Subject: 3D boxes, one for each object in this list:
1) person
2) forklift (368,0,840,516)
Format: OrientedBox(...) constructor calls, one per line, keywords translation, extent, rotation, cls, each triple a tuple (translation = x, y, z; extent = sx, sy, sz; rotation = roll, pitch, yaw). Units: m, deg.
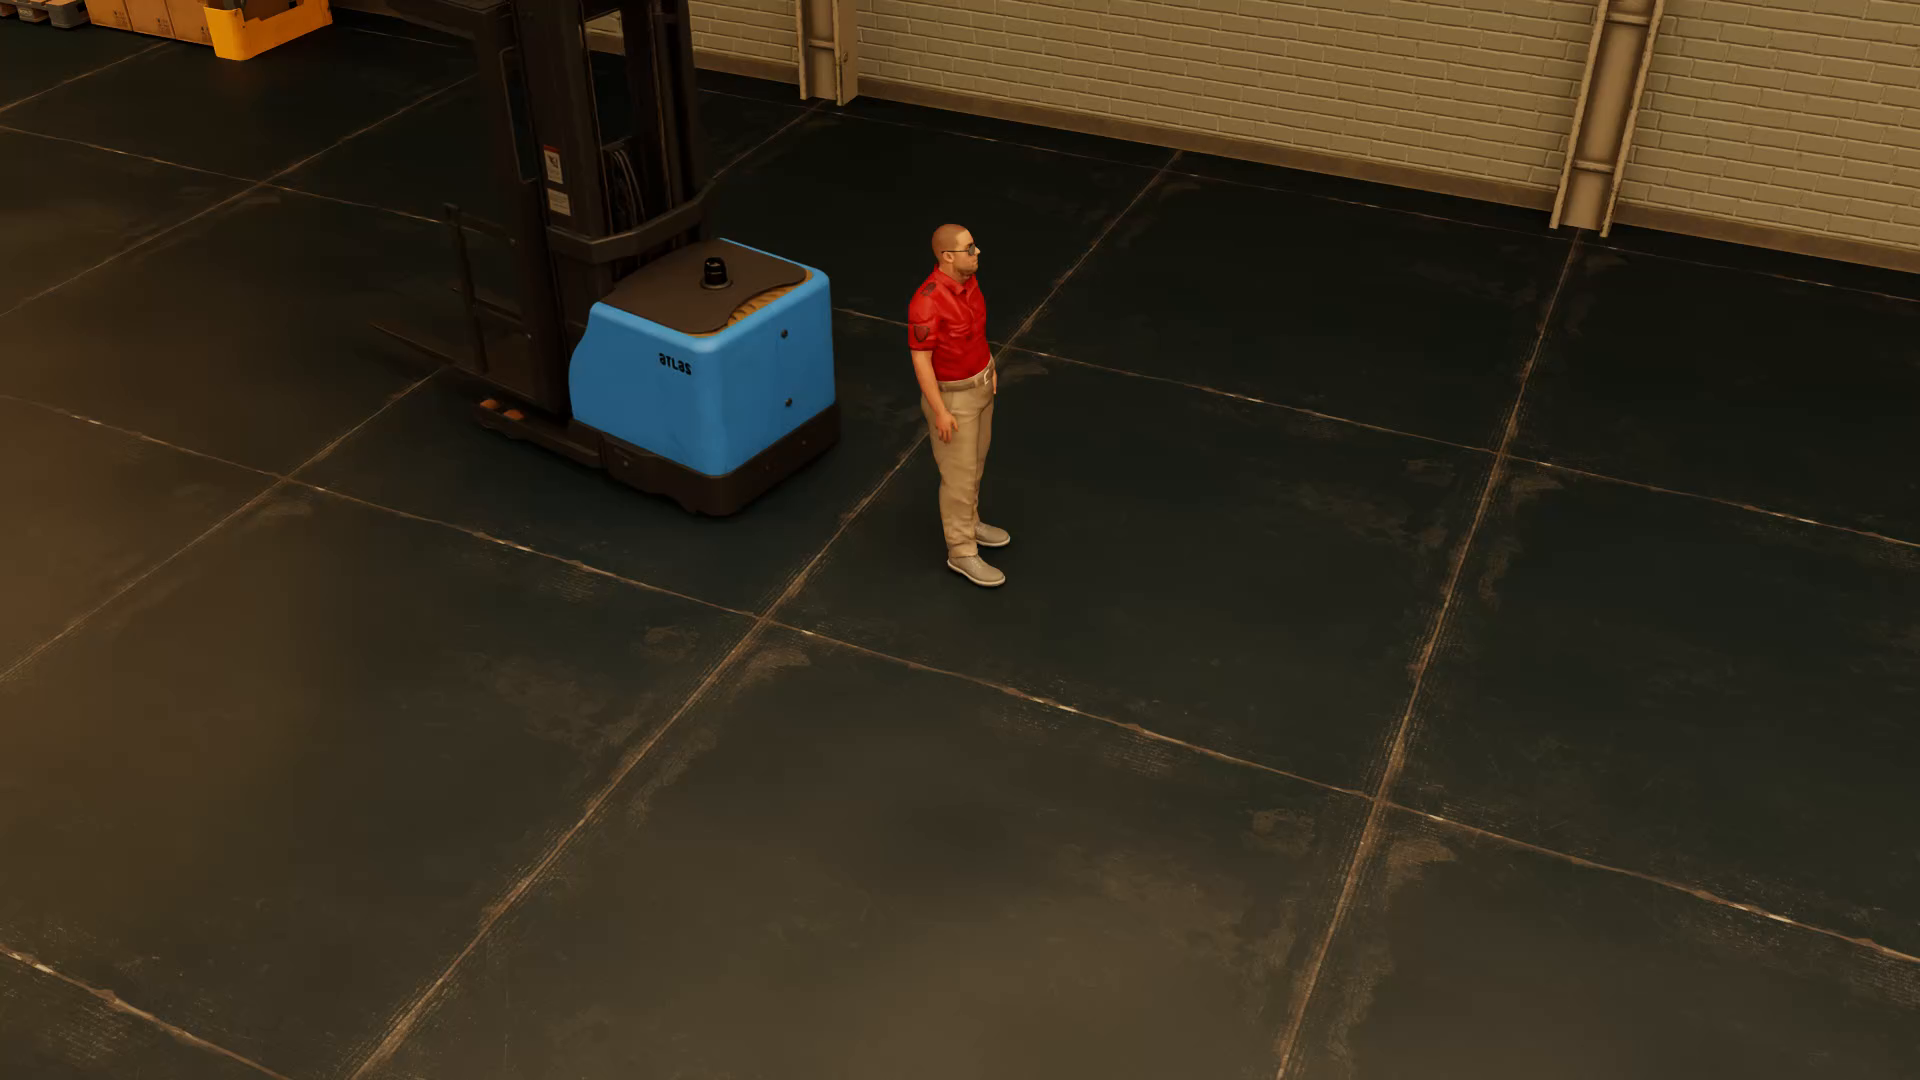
OrientedBox(translation=(0.077, -0.683, 8.065), extent=(0.550, 1.727, 0.641), rotation=(15, 38, 20), cls="person")
OrientedBox(translation=(-2.167, -1.991, 8.878), extent=(3.031, 2.935, 1.130), rotation=(22, 41, 28), cls="forklift")
